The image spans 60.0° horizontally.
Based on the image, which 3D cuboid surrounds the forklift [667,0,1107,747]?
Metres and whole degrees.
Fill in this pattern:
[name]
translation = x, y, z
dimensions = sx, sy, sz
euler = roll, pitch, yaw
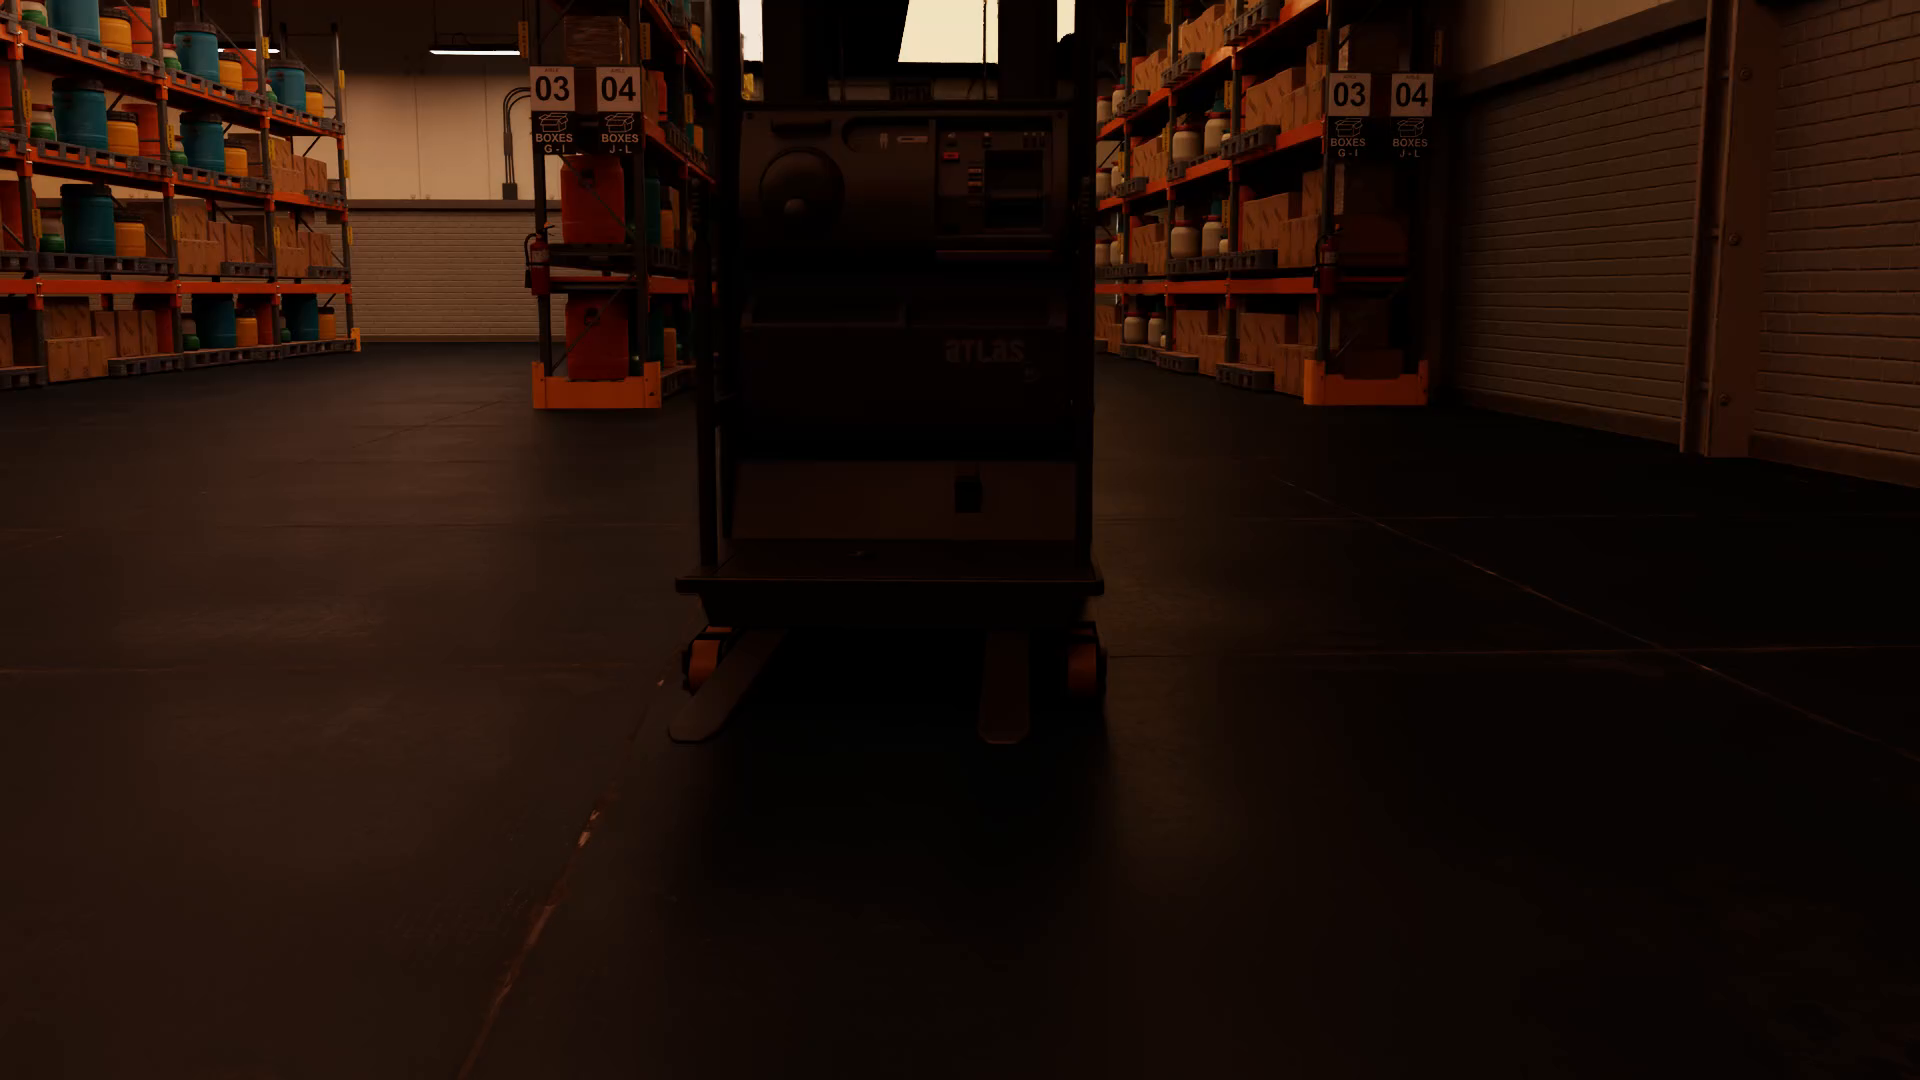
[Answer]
[forklift]
translation = -0.164, -1.065, 4.501
dimensions = 1.130, 2.935, 3.031
euler = 0, 8, 2
